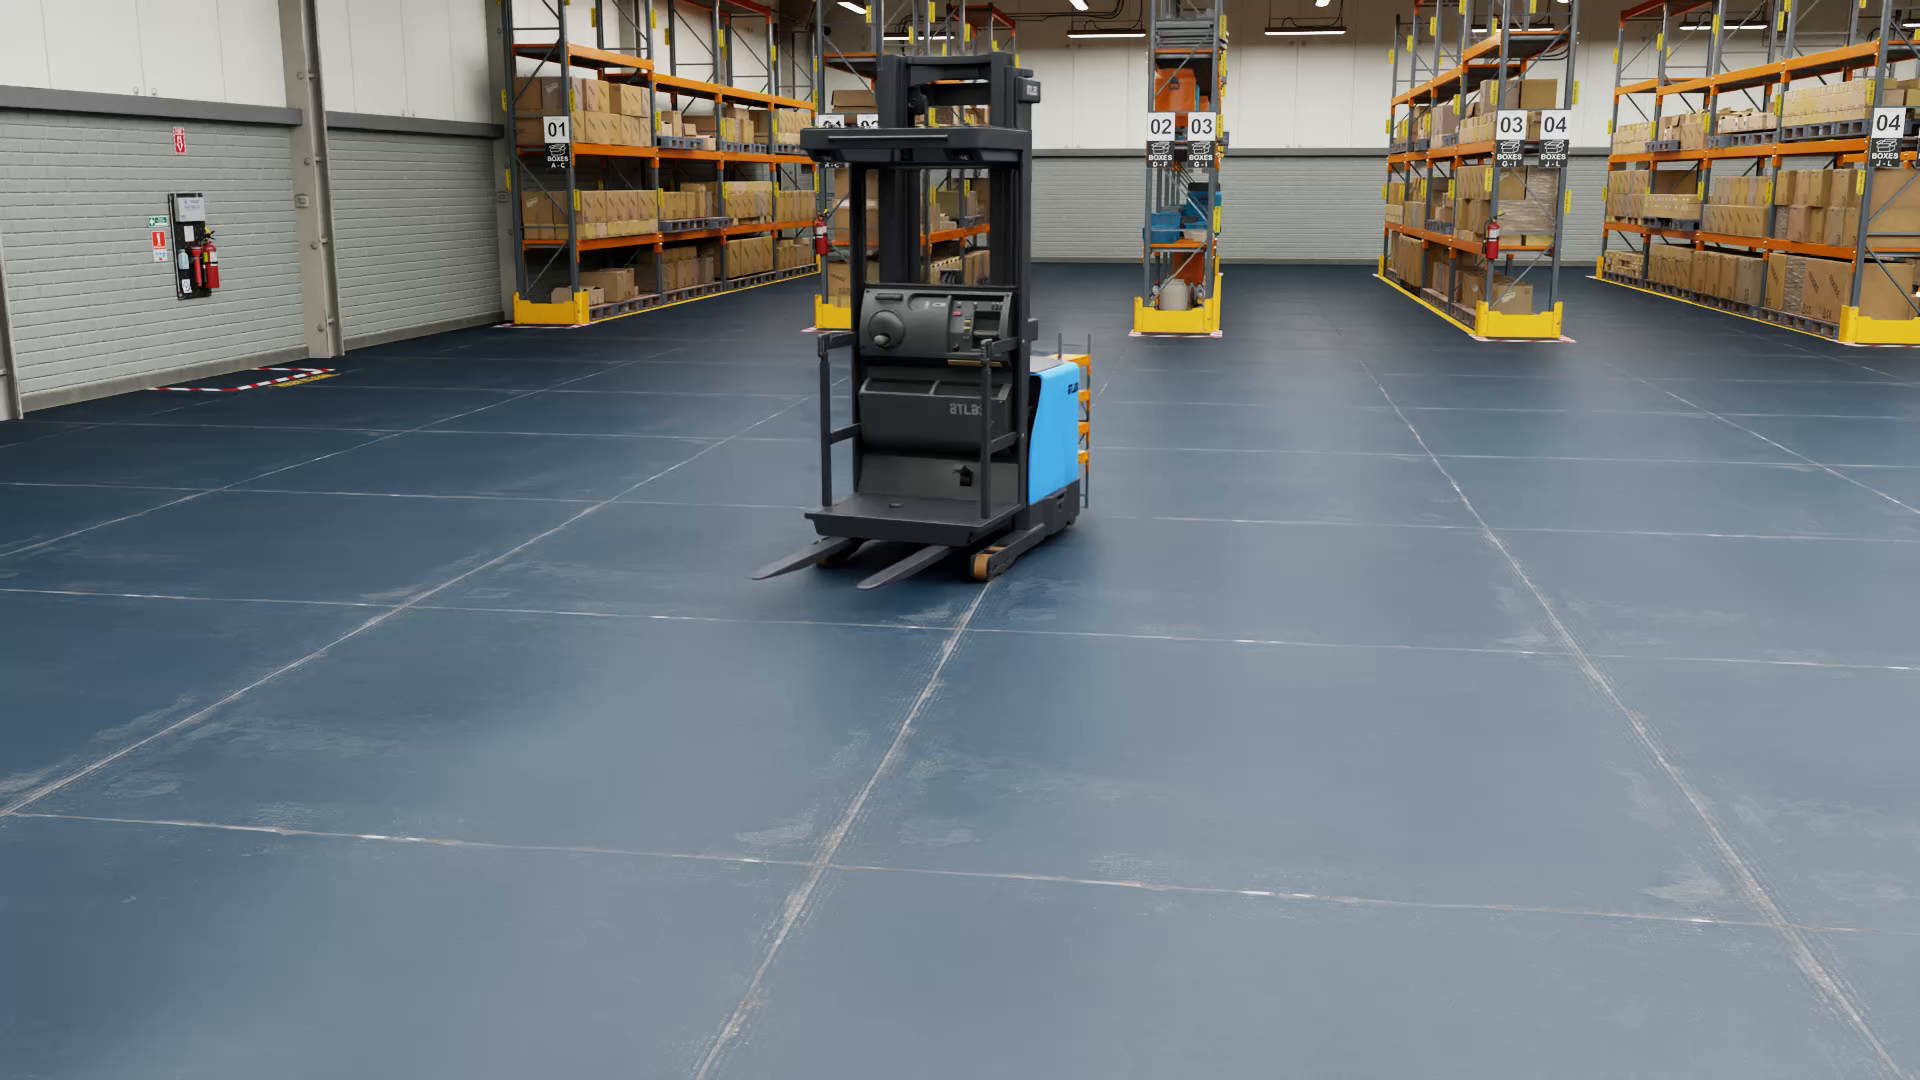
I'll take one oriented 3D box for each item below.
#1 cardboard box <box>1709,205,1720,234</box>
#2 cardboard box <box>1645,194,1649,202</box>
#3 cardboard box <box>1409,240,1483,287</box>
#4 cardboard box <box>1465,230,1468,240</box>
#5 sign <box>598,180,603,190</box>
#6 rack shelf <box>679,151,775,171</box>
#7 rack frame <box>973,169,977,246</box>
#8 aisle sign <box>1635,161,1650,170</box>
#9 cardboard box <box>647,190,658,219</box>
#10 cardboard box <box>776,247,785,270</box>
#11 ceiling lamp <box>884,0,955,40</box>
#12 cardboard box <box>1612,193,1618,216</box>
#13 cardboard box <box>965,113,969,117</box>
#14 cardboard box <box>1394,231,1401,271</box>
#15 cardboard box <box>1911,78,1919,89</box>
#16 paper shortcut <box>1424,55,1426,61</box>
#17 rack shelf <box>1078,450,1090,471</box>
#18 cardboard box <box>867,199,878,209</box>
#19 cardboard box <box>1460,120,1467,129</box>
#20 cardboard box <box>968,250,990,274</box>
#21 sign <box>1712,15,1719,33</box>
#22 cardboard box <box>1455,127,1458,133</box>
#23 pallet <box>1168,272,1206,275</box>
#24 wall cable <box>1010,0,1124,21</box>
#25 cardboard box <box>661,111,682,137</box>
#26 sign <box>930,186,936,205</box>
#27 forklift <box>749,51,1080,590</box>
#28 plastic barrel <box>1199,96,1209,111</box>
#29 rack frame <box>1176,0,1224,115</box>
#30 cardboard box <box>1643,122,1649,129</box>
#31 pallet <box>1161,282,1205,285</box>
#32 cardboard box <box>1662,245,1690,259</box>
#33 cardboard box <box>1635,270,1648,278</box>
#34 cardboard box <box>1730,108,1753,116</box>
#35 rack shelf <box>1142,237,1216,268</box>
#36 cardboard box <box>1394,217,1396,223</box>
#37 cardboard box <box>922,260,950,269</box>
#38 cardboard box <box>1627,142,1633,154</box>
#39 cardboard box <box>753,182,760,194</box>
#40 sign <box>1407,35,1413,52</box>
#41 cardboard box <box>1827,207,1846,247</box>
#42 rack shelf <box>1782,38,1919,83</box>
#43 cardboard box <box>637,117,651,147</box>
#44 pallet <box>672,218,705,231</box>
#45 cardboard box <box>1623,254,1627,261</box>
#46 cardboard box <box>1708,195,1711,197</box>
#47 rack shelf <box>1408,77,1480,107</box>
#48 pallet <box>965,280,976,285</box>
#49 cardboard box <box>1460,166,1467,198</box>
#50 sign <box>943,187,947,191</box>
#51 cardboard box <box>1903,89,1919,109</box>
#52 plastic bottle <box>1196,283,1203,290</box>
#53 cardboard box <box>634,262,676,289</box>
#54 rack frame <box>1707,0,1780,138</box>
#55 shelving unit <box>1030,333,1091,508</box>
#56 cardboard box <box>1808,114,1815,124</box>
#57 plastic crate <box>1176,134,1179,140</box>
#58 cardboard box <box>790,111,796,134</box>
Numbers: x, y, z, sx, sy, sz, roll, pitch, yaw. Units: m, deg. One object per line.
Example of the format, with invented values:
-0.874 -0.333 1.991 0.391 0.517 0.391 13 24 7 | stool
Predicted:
13.850 -5.779 29.951 0.500 0.500 0.500 2 12 8 | cardboard box
14.361 -7.059 34.318 0.380 0.149 0.250 3 12 12 | cardboard box
9.503 -5.412 32.532 1.225 0.875 0.875 1 12 6 | cardboard box
8.263 -4.851 26.478 0.380 0.149 0.250 2 12 9 | cardboard box
-6.471 -6.334 30.017 0.100 0.325 0.005 2 12 9 | sign
-5.000 -8.115 35.615 1.077 0.370 4.000 2 12 9 | rack shelf
0.818 -8.089 40.909 1.000 3.000 0.127 2 12 9 | rack frame
15.799 -8.862 38.325 0.394 0.787 0.004 2 12 9 | aisle sign
-5.690 -5.946 29.491 0.500 0.500 0.500 2 12 9 | cardboard box
-4.476 -6.552 38.713 0.700 0.500 0.500 2 12 9 | cardboard box
-1.169 -14.512 42.617 2.000 3.185 0.800 2 12 9 | ceiling lamp
15.093 -7.583 37.618 0.500 0.500 0.500 2 12 9 | cardboard box
-0.149 -8.646 34.900 0.600 0.600 0.600 1 12 6 | cardboard box
10.447 -6.609 38.087 0.875 0.875 0.875 2 12 9 | cardboard box
13.397 -6.302 22.964 0.380 0.149 0.250 2 12 9 | cardboard box
9.060 -9.395 32.397 0.009 0.170 0.078 12 -17 6 | paper shortcut
0.670 -0.517 11.307 0.258 0.148 0.480 6 14 27 | rack shelf
-1.369 -5.199 25.722 0.380 0.149 0.250 2 12 8 | cardboard box
8.406 -6.800 27.215 0.380 0.149 0.250 2 12 7 | cardboard box
0.411 -6.138 36.743 0.500 0.500 0.500 2 12 8 | cardboard box
13.724 -9.364 30.179 0.100 0.325 0.005 2 12 9 | sign
8.950 -7.221 29.316 0.380 0.166 0.250 2 12 7 | cardboard box
5.172 -5.887 37.307 1.003 0.211 1.213 2 12 9 | pallet
2.877 -15.334 44.872 3.097 2.526 0.112 2 12 9 | wall cable
-5.570 -7.840 31.396 0.500 0.500 0.500 1 12 7 | cardboard box
-0.478 -6.036 29.137 0.100 0.325 0.005 2 12 9 | sign
-0.221 -1.293 9.535 1.130 2.935 3.031 5 13 21 | forklift
4.572 -8.262 32.576 0.600 0.830 0.708 2 12 9 | plastic barrel
5.097 -10.028 35.665 1.000 3.000 0.127 2 12 9 | rack frame
14.681 -8.767 35.157 0.380 0.149 0.250 2 12 9 | cardboard box
4.562 -5.065 33.495 1.003 0.211 1.213 2 12 9 | pallet
14.340 -5.741 33.169 0.500 0.250 0.500 2 12 11 | cardboard box
14.600 -5.658 35.396 0.380 0.149 0.250 2 12 9 | cardboard box
14.675 -7.993 31.286 0.396 0.266 0.258 2 12 9 | cardboard box
3.559 -4.662 26.714 1.077 0.370 4.000 2 12 9 | rack shelf
9.912 -7.154 37.164 0.380 0.149 0.250 2 12 8 | cardboard box
-0.482 -5.125 31.352 0.500 0.311 0.500 2 12 10 | cardboard box
14.928 -8.570 36.373 0.500 0.250 0.500 2 12 8 | cardboard box
-4.678 -7.669 36.189 0.500 0.250 0.500 2 12 10 | cardboard box
9.447 -10.425 34.913 0.100 0.325 0.005 2 12 9 | sign
13.106 -4.522 24.002 0.875 0.550 0.550 2 12 9 | cardboard box
13.339 -7.057 24.536 1.077 0.370 4.000 2 12 9 | rack shelf
-5.756 -7.162 29.203 0.500 0.500 0.500 2 12 10 | cardboard box
-5.571 -6.077 32.025 1.003 0.211 1.213 2 12 9 | pallet
14.802 -6.212 36.556 0.380 0.149 0.250 1 12 7 | cardboard box
14.686 -6.602 32.196 0.380 0.149 0.250 2 12 11 | cardboard box
9.684 -8.904 33.107 1.077 0.370 4.000 2 12 9 | rack shelf
-0.260 -5.215 34.191 1.003 0.211 1.213 2 12 9 | pallet
8.365 -5.763 26.798 0.500 0.500 0.500 2 12 9 | cardboard box
-0.334 -7.696 37.029 0.100 0.325 0.005 2 12 9 | sign
13.359 -6.140 23.159 0.500 0.250 0.500 2 12 9 | cardboard box
3.973 -4.100 27.640 0.144 0.351 0.185 2 12 8 | plastic bottle
-5.796 -5.007 31.497 0.700 0.500 0.500 2 12 8 | cardboard box
14.261 -8.853 30.214 1.000 3.000 0.127 2 12 9 | rack frame
0.670 -0.777 11.251 0.258 1.200 0.503 6 14 27 | shelving unit
13.060 -6.356 25.107 0.380 0.149 0.250 2 12 9 | cardboard box
3.355 -6.473 26.793 0.336 0.188 0.450 2 12 9 | plastic crate
-4.162 -9.780 38.975 0.500 0.500 0.500 2 12 9 | cardboard box
